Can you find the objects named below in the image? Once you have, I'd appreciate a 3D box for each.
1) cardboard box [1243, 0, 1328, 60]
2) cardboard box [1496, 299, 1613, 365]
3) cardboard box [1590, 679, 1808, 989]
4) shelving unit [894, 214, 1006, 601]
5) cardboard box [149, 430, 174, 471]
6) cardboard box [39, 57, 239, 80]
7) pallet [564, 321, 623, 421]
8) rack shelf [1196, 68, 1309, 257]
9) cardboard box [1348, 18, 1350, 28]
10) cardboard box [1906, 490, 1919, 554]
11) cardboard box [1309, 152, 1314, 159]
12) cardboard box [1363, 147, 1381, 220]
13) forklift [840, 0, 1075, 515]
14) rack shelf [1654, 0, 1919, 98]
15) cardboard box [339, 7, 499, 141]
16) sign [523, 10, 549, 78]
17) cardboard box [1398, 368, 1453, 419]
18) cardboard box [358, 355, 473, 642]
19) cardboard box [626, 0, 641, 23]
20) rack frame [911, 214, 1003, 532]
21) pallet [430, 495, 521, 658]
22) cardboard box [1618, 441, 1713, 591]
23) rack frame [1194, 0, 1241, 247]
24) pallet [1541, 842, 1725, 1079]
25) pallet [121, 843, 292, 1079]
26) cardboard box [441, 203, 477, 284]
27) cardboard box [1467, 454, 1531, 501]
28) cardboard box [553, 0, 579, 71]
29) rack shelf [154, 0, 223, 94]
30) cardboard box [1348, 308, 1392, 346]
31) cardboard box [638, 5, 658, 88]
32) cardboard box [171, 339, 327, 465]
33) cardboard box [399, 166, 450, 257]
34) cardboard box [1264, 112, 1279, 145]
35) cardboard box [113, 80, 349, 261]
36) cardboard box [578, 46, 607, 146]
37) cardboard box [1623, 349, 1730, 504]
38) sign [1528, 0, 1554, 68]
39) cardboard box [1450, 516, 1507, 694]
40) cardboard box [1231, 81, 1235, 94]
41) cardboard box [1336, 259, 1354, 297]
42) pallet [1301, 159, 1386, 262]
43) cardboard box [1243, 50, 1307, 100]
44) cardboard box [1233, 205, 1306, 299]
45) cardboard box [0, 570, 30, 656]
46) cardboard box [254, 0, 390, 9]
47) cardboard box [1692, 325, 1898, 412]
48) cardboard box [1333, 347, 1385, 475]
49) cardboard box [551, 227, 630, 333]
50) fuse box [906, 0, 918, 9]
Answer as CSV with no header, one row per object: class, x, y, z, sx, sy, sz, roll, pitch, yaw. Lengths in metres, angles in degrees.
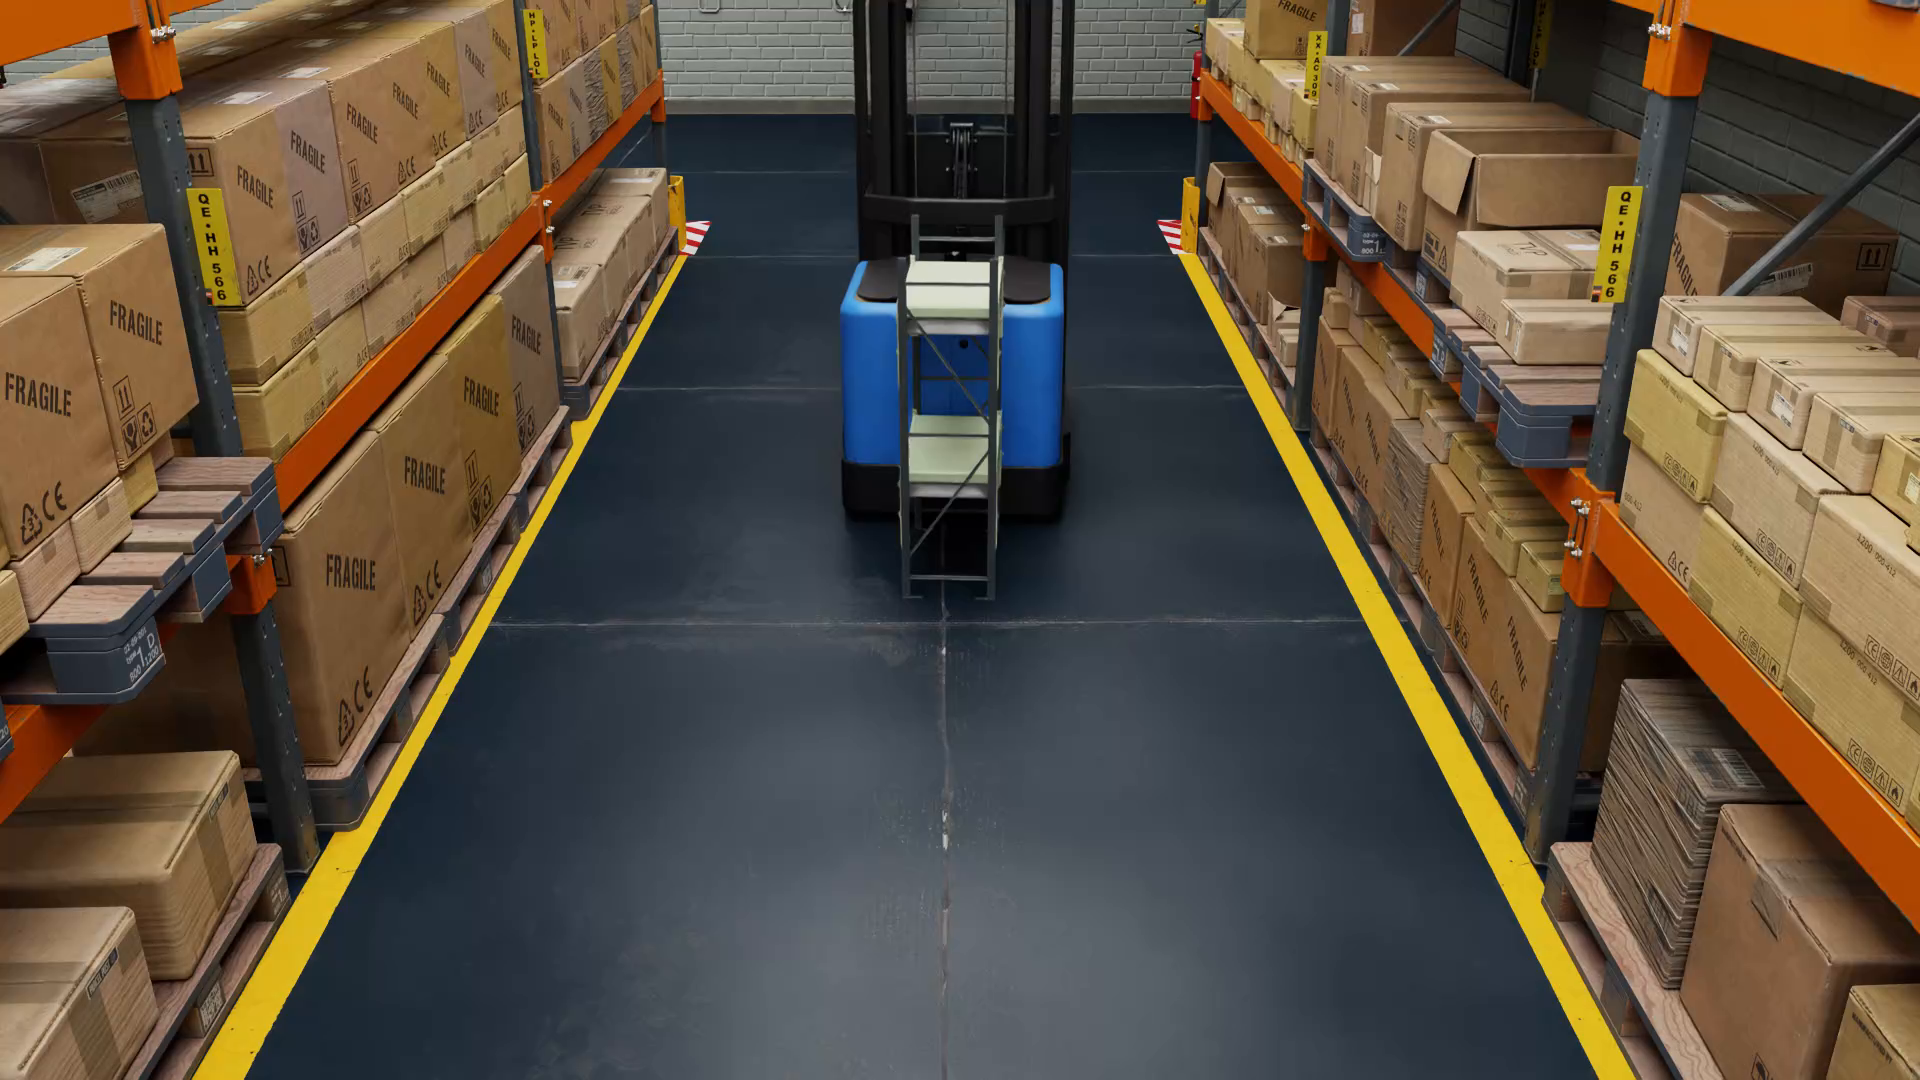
cardboard box,2.029,-3.230,10.162,0.500,0.500,0.500,0,24,1
cardboard box,1.973,-0.676,5.401,0.380,0.149,0.250,0,24,0
cardboard box,2.357,0.817,4.675,0.875,0.625,0.625,1,24,1
shelving unit,-0.031,-0.578,7.208,0.431,1.500,0.755,1,24,3
cardboard box,-2.361,-0.250,4.457,0.380,0.149,0.250,1,24,1
cardboard box,-2.879,-1.436,5.950,0.500,0.500,0.500,0,24,-1
pallet,-2.573,-0.998,9.701,1.003,0.211,1.213,0,24,-1
rack shelf,2.298,-2.475,10.456,1.077,0.370,4.000,0,24,-1
cardboard box,2.547,-3.506,11.683,0.500,0.250,0.500,0,24,1
cardboard box,2.097,-0.007,3.218,0.380,0.149,0.250,0,24,1
cardboard box,2.064,-1.995,8.825,0.380,0.149,0.250,0,24,0
cardboard box,1.952,-1.535,7.157,0.396,0.266,0.258,1,24,2
forklift,0.031,-2.018,8.654,1.130,2.935,3.031,1,24,3
rack shelf,2.386,-0.545,2.549,1.077,0.370,4.000,0,24,-1
cardboard box,-2.374,-2.060,7.330,0.500,0.500,0.500,0,24,0
sign,-2.101,-2.453,8.225,0.100,0.325,0.005,0,24,-1
cardboard box,2.135,-0.640,7.262,0.380,0.149,0.250,1,24,1
cardboard box,-2.529,-0.183,6.582,0.875,0.875,0.875,0,24,0
cardboard box,-2.408,-3.692,10.938,0.500,0.500,0.500,0,24,0
rack frame,-0.013,-0.729,7.541,0.400,1.500,0.023,1,24,3
pallet,-2.543,0.137,7.191,1.003,0.211,1.213,0,24,-1
cardboard box,2.124,-0.078,4.465,0.500,0.250,0.500,0,24,0
rack frame,2.277,-3.627,12.130,1.000,3.000,0.127,0,24,-1
pallet,2.334,1.279,4.665,1.003,0.211,1.213,0,24,-1
pallet,-2.592,1.286,4.651,1.003,0.211,1.213,0,24,-1
cardboard box,-2.395,-1.285,7.133,0.500,0.250,0.500,-1,24,-2
cardboard box,2.155,-0.211,6.313,0.380,0.149,0.250,0,24,1
cardboard box,-2.405,-2.862,9.103,0.500,0.500,0.500,-1,24,-1
rack shelf,-2.621,-2.170,6.141,1.077,0.370,4.000,0,24,-1
cardboard box,2.138,-1.064,8.199,0.380,0.149,0.250,-1,24,-2
cardboard box,-2.417,-3.451,11.620,0.500,0.500,0.500,0,24,0
cardboard box,-2.353,-0.441,5.268,0.500,0.250,0.500,-1,24,-1
cardboard box,-2.348,-1.304,6.568,0.500,0.250,0.500,0,24,0
cardboard box,2.006,-2.422,9.770,0.380,0.149,0.250,-1,24,-1
cardboard box,-2.375,-1.217,5.465,0.500,0.500,0.500,0,24,0
cardboard box,-2.387,-2.607,9.754,0.500,0.500,0.500,0,24,0
cardboard box,2.099,-0.306,4.362,0.500,0.250,0.500,0,24,-1
sign,2.875,-2.510,8.256,0.100,0.325,0.005,0,24,-1
cardboard box,2.149,0.237,6.109,0.500,0.500,0.500,-1,24,-1
cardboard box,2.034,-3.059,11.178,0.380,0.149,0.250,0,24,1
cardboard box,2.119,-1.314,8.390,0.380,0.149,0.250,-1,24,-1
pallet,2.220,-1.562,7.796,1.003,0.211,1.213,0,24,-1
cardboard box,2.054,-2.879,10.296,0.500,0.250,0.500,-1,24,-2
cardboard box,2.065,-1.856,10.738,0.500,0.500,0.500,0,24,0
cardboard box,-2.226,0.181,3.505,0.380,0.149,0.250,0,24,0
cardboard box,-2.926,-2.274,7.802,0.500,0.500,0.500,0,24,0
cardboard box,2.077,-0.429,4.150,0.380,0.149,0.250,0,24,1
cardboard box,2.116,-0.612,7.986,0.500,0.500,0.500,-1,24,-1
cardboard box,-2.553,-1.607,10.263,0.875,0.438,0.875,-1,24,-2
fuse box,-0.669,-5.289,17.368,0.539,1.711,0.414,0,24,-1
